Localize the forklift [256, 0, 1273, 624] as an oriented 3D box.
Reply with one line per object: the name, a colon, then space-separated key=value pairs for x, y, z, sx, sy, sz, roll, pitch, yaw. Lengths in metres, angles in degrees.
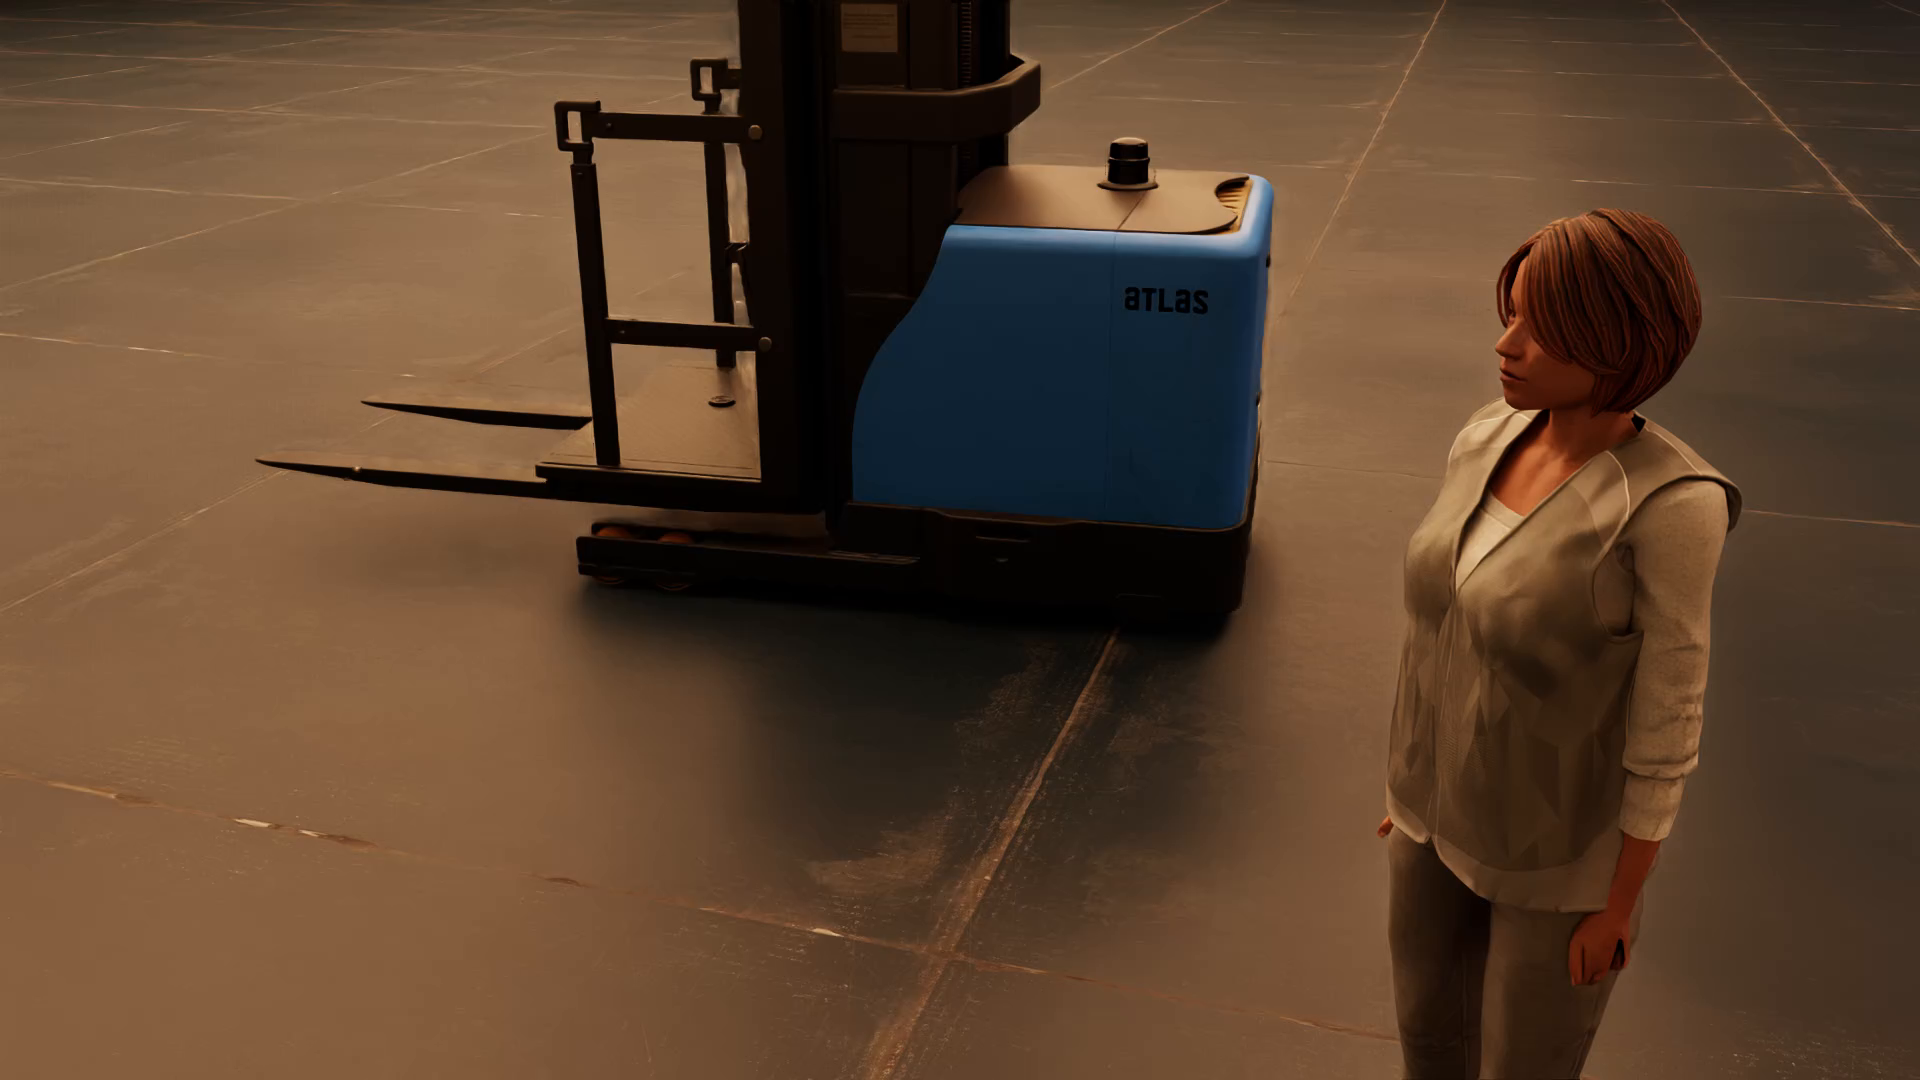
forklift: x=-0.629 y=-1.399 z=4.669 sx=3.031 sy=2.935 sz=1.130 roll=5 pitch=23 yaw=11

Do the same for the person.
person: x=0.689 y=0.384 z=2.094 sx=0.314 sy=1.604 sz=0.411 roll=-9 pitch=24 yaw=-21
